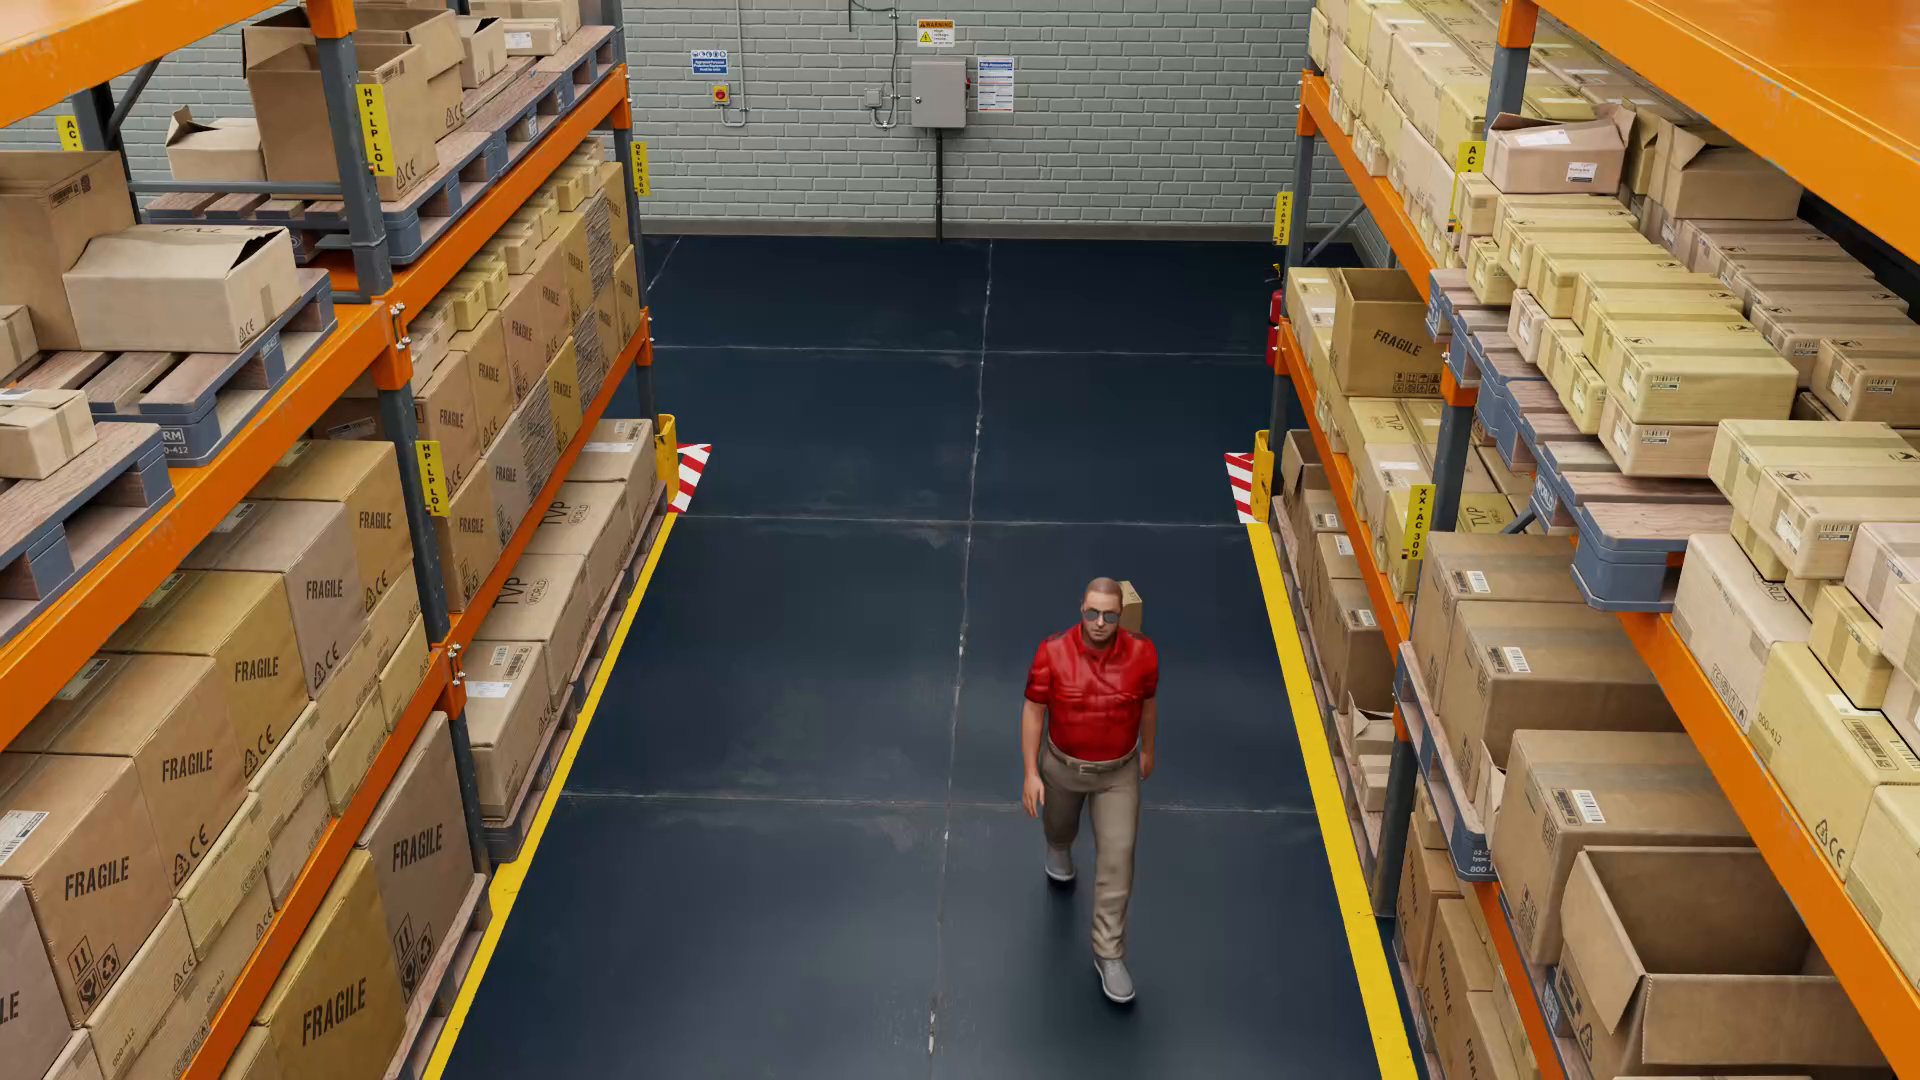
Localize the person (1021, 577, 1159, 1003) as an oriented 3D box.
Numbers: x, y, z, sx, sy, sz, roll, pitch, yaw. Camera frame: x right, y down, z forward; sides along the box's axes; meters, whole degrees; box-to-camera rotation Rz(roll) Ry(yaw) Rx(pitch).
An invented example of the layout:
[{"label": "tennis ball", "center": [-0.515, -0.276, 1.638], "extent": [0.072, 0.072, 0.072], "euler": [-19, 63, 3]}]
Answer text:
[{"label": "person", "center": [0.534, 0.943, 6.862], "extent": [0.569, 1.671, 1.056], "euler": [2, 28, 3]}]
